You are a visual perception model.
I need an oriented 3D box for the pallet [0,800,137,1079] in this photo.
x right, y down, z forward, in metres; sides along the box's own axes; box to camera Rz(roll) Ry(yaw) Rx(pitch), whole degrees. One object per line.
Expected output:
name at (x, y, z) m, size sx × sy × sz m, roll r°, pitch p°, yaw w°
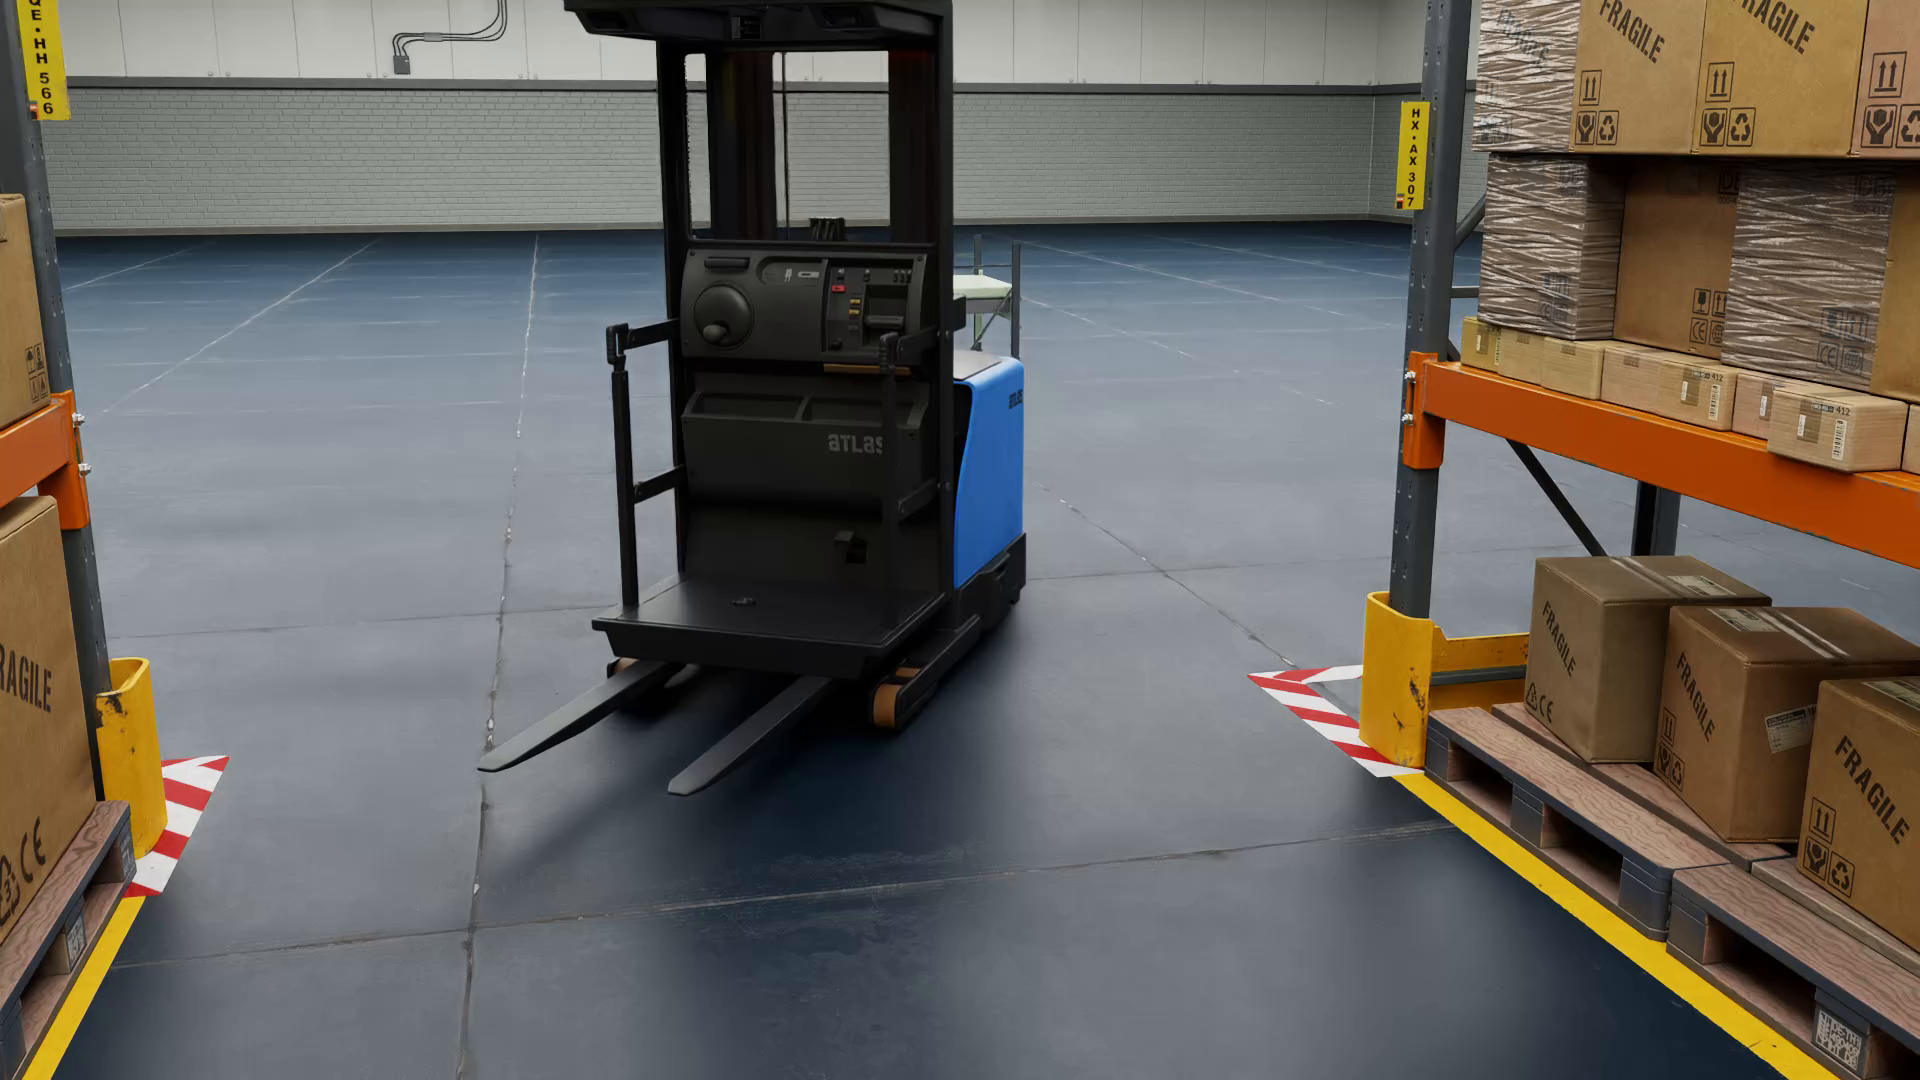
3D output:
pallet at (-2.644, 0.984, 3.954) m, size 1.003 × 0.211 × 1.213 m, roll -3°, pitch 14°, yaw -13°

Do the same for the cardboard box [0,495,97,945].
cardboard box at (-2.684, 0.430, 3.937) m, size 0.875 × 0.875 × 0.875 m, roll -3°, pitch 14°, yaw -13°

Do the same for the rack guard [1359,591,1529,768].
rack guard at (1.955, 0.428, 5.621) m, size 1.175 × 0.500 × 0.348 m, roll -3°, pitch 14°, yaw -13°

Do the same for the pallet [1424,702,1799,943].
pallet at (2.112, 0.758, 4.880) m, size 1.003 × 0.211 × 1.213 m, roll -3°, pitch 14°, yaw -13°

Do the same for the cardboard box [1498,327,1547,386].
cardboard box at (1.813, -0.544, 4.862) m, size 0.380 × 0.149 × 0.250 m, roll -3°, pitch 14°, yaw -13°

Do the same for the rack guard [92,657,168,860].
rack guard at (-2.913, 0.658, 4.679) m, size 1.175 × 0.500 × 0.348 m, roll -3°, pitch 14°, yaw -13°

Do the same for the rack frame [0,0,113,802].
rack frame at (-2.908, -0.550, 4.360) m, size 1.000 × 3.000 × 0.127 m, roll -3°, pitch 14°, yaw -13°

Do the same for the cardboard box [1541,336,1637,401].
cardboard box at (1.857, -0.485, 4.622) m, size 0.380 × 0.149 × 0.250 m, roll -3°, pitch 14°, yaw -13°

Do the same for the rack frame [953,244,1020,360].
rack frame at (0.084, -0.646, 7.910) m, size 0.400 × 1.500 × 0.023 m, roll -3°, pitch 14°, yaw -13°

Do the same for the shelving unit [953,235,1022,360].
shelving unit at (-0.002, -0.730, 8.255) m, size 0.431 × 1.500 × 0.755 m, roll -3°, pitch 14°, yaw -13°

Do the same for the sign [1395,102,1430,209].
sign at (1.410, -1.194, 5.169) m, size 0.100 × 0.325 × 0.005 m, roll -3°, pitch 14°, yaw -13°

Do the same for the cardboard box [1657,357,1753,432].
cardboard box at (1.987, -0.371, 4.153) m, size 0.380 × 0.149 × 0.250 m, roll -3°, pitch 14°, yaw -13°

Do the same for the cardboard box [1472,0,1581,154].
cardboard box at (1.802, -1.340, 4.649) m, size 0.500 × 0.500 × 0.500 m, roll -3°, pitch 14°, yaw -13°

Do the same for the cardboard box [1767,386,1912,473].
cardboard box at (2.031, -0.251, 3.664) m, size 0.380 × 0.149 × 0.250 m, roll -3°, pitch 14°, yaw -13°

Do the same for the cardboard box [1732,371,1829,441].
cardboard box at (2.073, -0.315, 3.924) m, size 0.380 × 0.149 × 0.250 m, roll -3°, pitch 14°, yaw -13°

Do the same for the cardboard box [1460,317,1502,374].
cardboard box at (1.773, -0.603, 5.102) m, size 0.380 × 0.149 × 0.250 m, roll -3°, pitch 14°, yaw -13°

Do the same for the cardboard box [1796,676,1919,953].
cardboard box at (2.370, 0.633, 3.897) m, size 0.500 × 0.500 × 0.500 m, roll -2°, pitch 14°, yaw -8°

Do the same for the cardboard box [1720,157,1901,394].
cardboard box at (2.349, -0.642, 3.897) m, size 0.875 × 0.500 × 0.500 m, roll -3°, pitch 14°, yaw -13°

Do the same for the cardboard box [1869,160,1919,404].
cardboard box at (2.455, -0.526, 3.422) m, size 0.875 × 0.500 × 0.500 m, roll -3°, pitch 14°, yaw -13°

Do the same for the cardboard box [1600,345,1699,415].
cardboard box at (1.936, -0.429, 4.391) m, size 0.380 × 0.149 × 0.250 m, roll -3°, pitch 14°, yaw -13°

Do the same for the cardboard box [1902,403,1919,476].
cardboard box at (2.218, -0.201, 3.458) m, size 0.380 × 0.149 × 0.250 m, roll -3°, pitch 14°, yaw -13°

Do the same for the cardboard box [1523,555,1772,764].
cardboard box at (2.068, 0.352, 5.049) m, size 0.500 × 0.500 × 0.500 m, roll -1°, pitch 14°, yaw -3°

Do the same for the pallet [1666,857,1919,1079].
pallet at (2.395, 1.039, 3.730) m, size 1.003 × 0.211 × 1.213 m, roll -3°, pitch 14°, yaw -13°

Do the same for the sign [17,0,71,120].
sign at (-2.377, -1.255, 4.305) m, size 0.100 × 0.325 × 0.005 m, roll -3°, pitch 14°, yaw -13°

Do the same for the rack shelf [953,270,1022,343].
rack shelf at (-0.002, -1.109, 8.163) m, size 0.431 × 0.370 × 0.720 m, roll -3°, pitch 14°, yaw -13°

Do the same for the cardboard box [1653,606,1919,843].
cardboard box at (2.241, 0.488, 4.493) m, size 0.500 × 0.500 × 0.500 m, roll 0°, pitch 14°, yaw 2°

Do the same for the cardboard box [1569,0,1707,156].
cardboard box at (1.912, -1.225, 4.175) m, size 0.500 × 0.500 × 0.500 m, roll -3°, pitch 14°, yaw -13°

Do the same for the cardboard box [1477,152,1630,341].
cardboard box at (2.040, -0.868, 4.823) m, size 0.875 × 0.500 × 0.500 m, roll -3°, pitch 14°, yaw -13°

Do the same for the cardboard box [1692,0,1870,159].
cardboard box at (2.031, -1.109, 3.703) m, size 0.500 × 0.500 × 0.500 m, roll -3°, pitch 14°, yaw -13°

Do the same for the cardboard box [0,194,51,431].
cardboard box at (-2.776, -0.540, 4.002) m, size 0.875 × 0.550 × 0.550 m, roll -3°, pitch 14°, yaw -13°

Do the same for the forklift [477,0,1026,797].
forklift at (-0.631, -0.869, 5.807) m, size 1.130 × 2.935 × 3.031 m, roll 4°, pitch 14°, yaw 17°

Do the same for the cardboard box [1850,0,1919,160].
cardboard box at (2.154, -0.994, 3.232) m, size 0.500 × 0.500 × 0.500 m, roll -3°, pitch 14°, yaw -13°

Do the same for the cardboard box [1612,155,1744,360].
cardboard box at (2.274, -0.760, 4.378) m, size 0.875 × 0.500 × 0.500 m, roll -3°, pitch 14°, yaw -13°

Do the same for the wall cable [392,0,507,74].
wall cable at (-10.453, -12.529, 33.583) m, size 2.305 × 6.003 × 0.169 m, roll -3°, pitch 14°, yaw -13°

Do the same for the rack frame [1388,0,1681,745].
rack frame at (1.937, -0.804, 5.396) m, size 1.000 × 3.000 × 0.127 m, roll -3°, pitch 14°, yaw -13°

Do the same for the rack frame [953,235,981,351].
rack frame at (-0.088, -0.815, 8.601) m, size 0.400 × 1.500 × 0.023 m, roll -3°, pitch 14°, yaw -13°

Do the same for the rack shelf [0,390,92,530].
rack shelf at (-2.438, 0.260, 2.557) m, size 1.077 × 0.370 × 4.000 m, roll -3°, pitch 14°, yaw -13°

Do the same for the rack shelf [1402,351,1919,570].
rack shelf at (2.407, 0.007, 3.593) m, size 1.077 × 0.370 × 4.000 m, roll -3°, pitch 14°, yaw -13°
